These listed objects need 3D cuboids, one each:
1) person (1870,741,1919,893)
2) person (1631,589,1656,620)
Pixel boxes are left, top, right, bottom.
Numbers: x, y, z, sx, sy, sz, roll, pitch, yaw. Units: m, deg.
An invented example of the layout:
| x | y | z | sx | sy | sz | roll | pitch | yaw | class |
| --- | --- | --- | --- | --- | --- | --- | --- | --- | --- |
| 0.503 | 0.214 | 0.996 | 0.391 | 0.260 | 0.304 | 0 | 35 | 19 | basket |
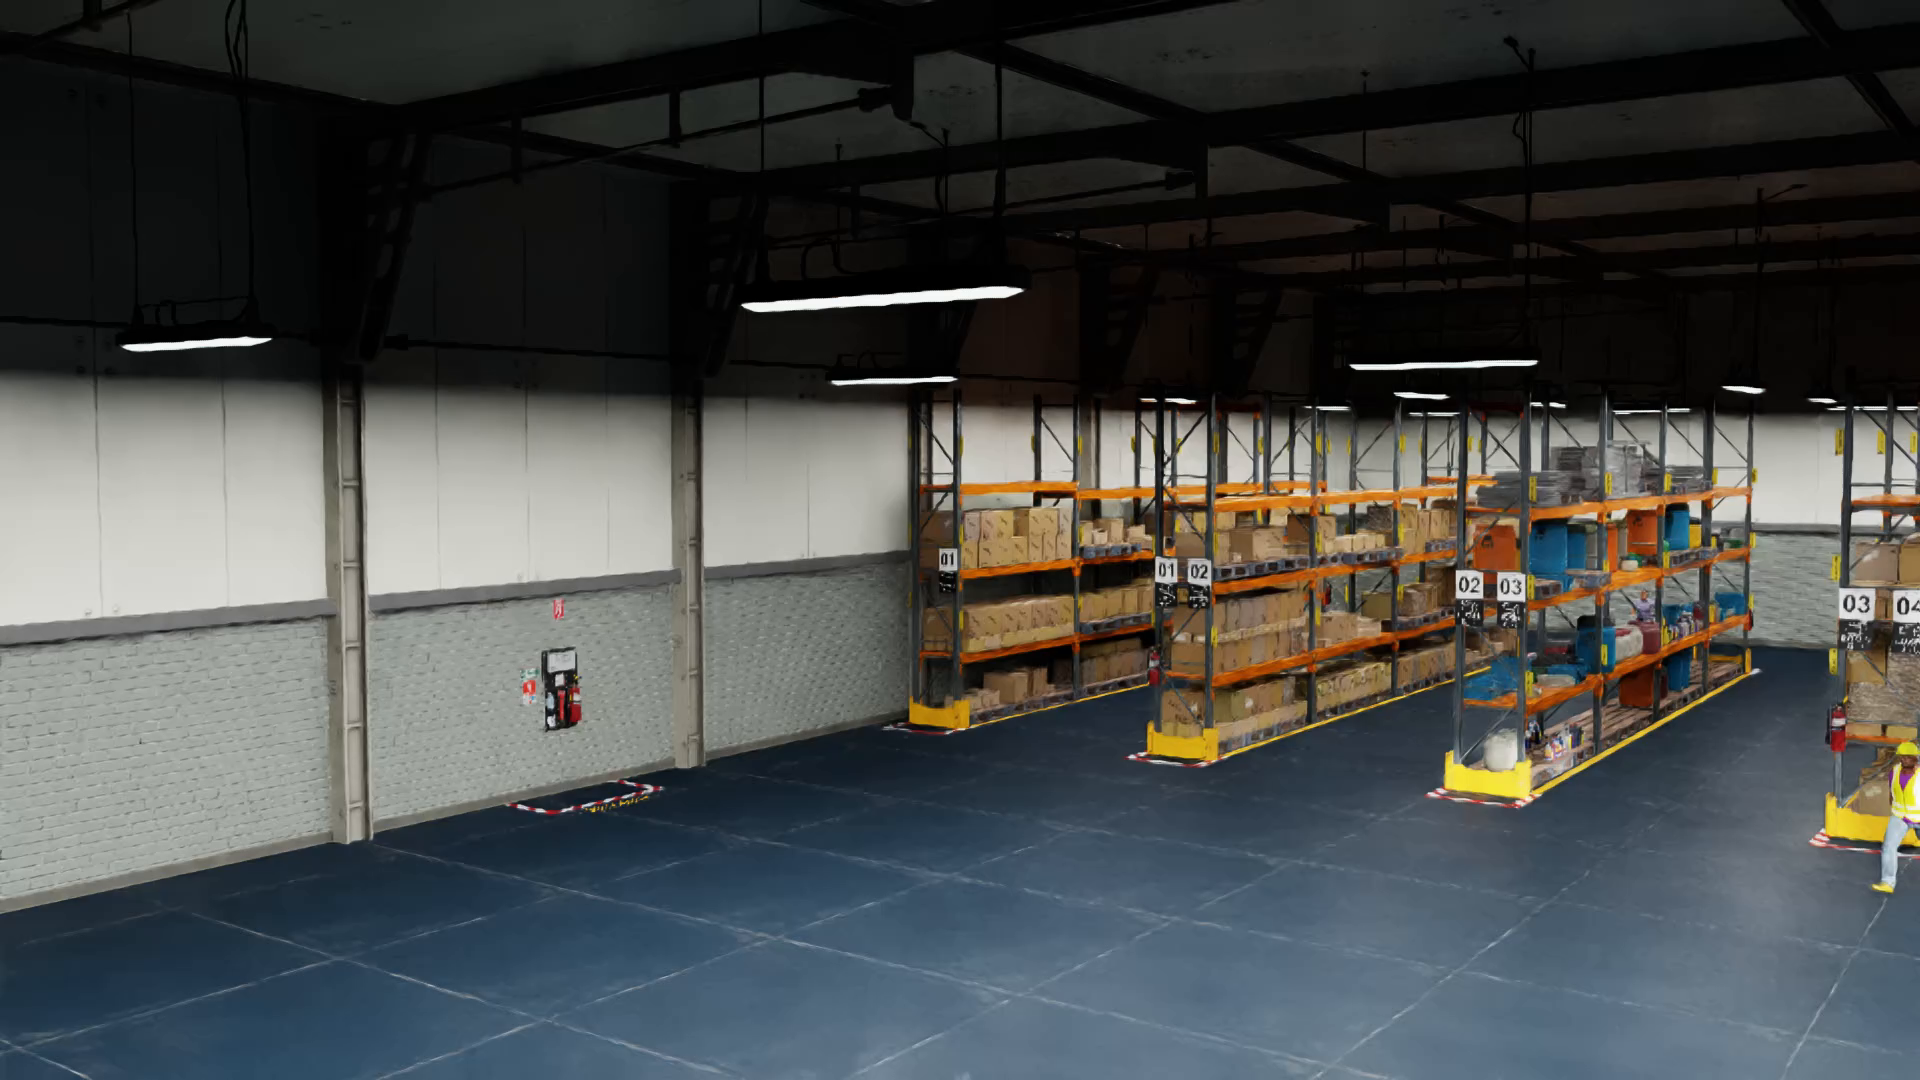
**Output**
| x | y | z | sx | sy | sz | roll | pitch | yaw | class |
| --- | --- | --- | --- | --- | --- | --- | --- | --- | --- |
| 10.665 | 3.093 | 18.590 | 0.971 | 1.712 | 0.618 | -2 | 4 | -33 | person |
| 16.382 | 1.949 | 39.764 | 0.628 | 1.583 | 0.828 | 3 | 4 | 41 | person |
